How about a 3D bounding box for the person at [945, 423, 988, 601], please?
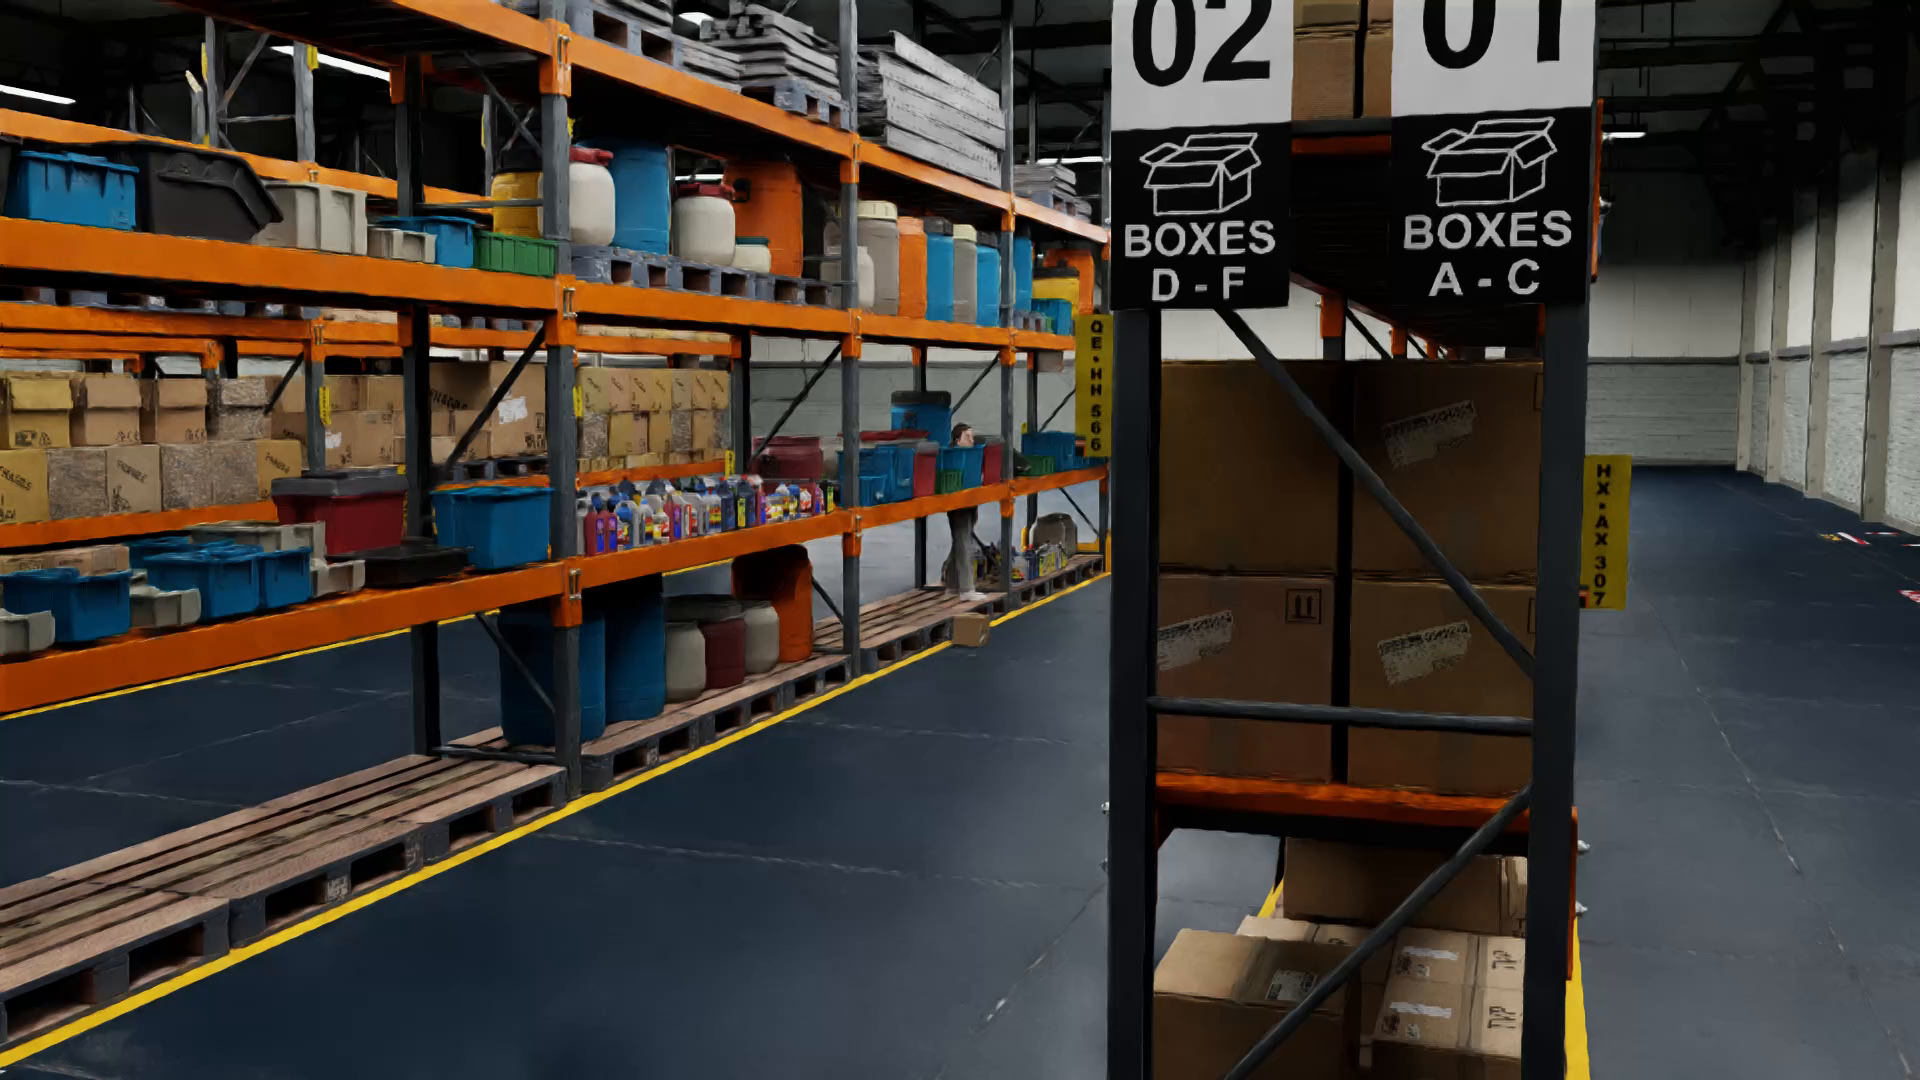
[{"bbox_3d":[0.053,-0.273,15.710,0.568,1.667,0.612,3,6,26],"label":"person"}]
